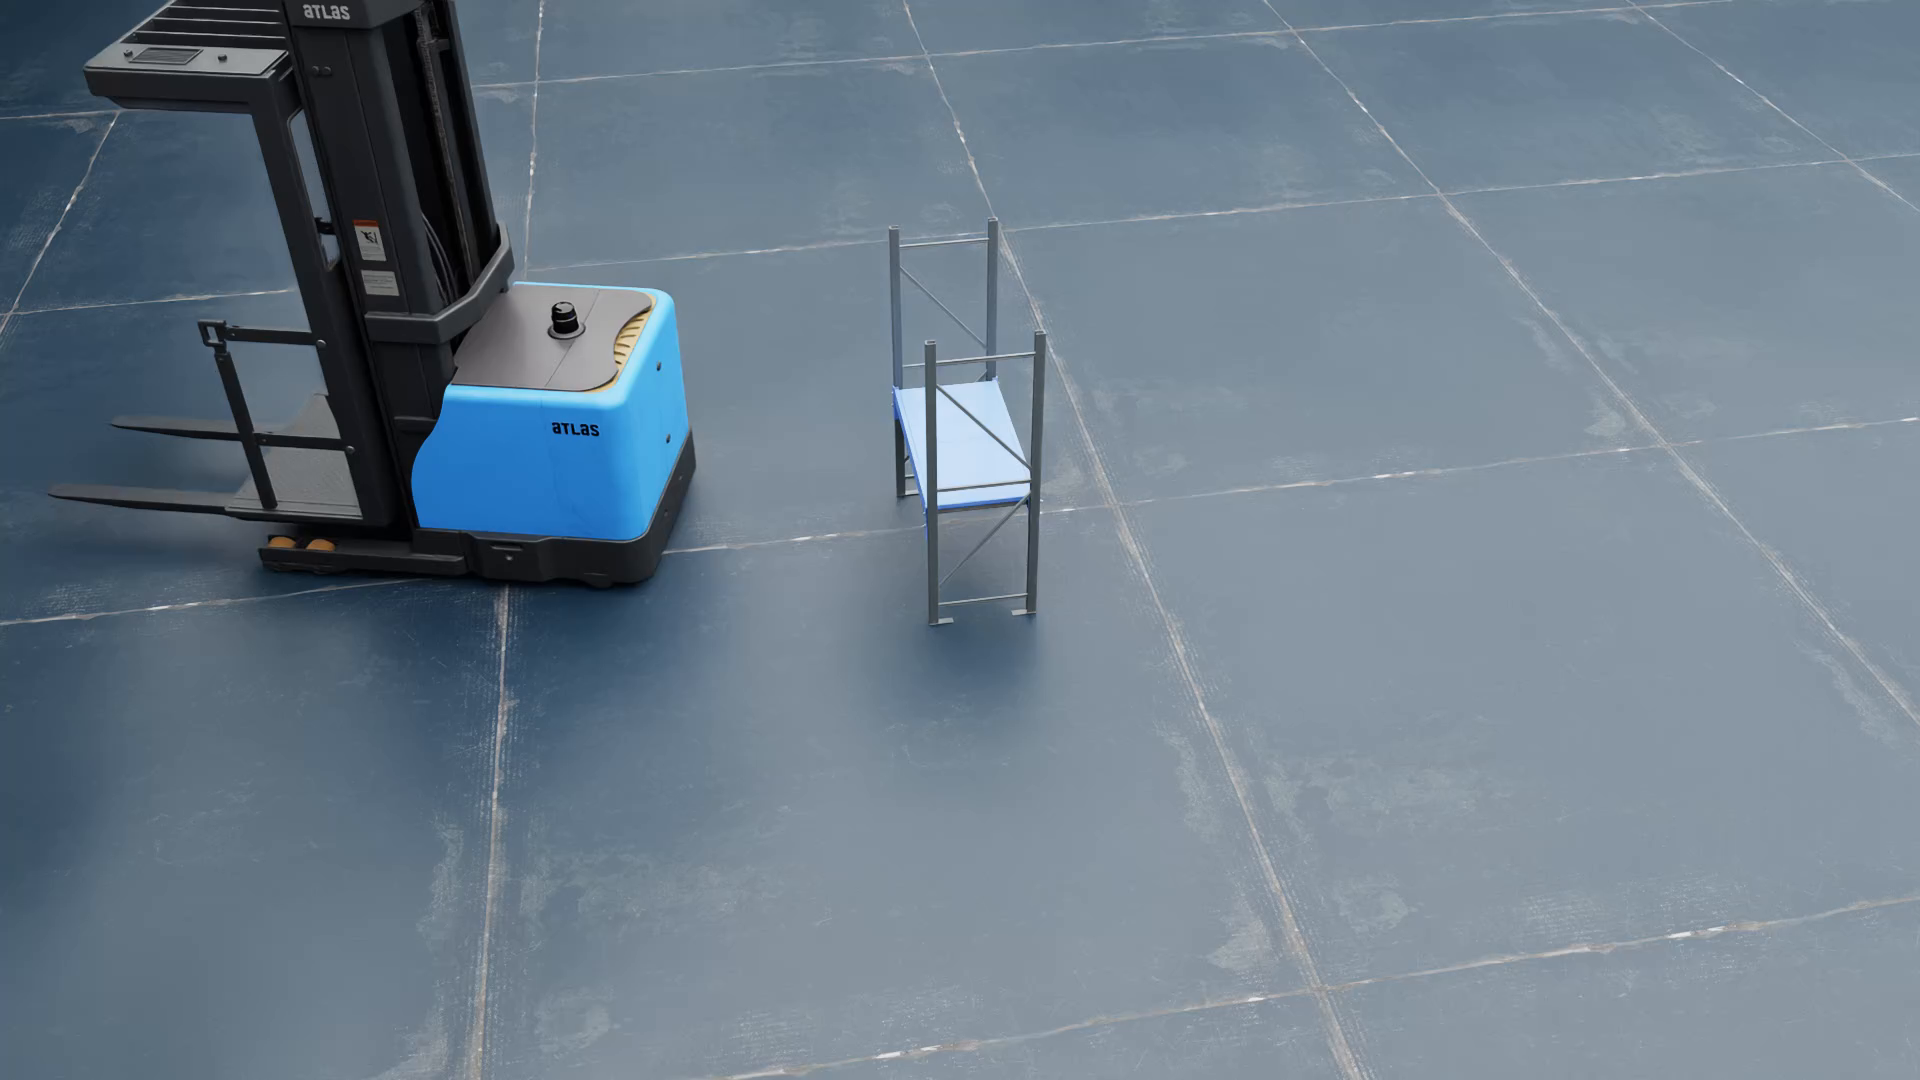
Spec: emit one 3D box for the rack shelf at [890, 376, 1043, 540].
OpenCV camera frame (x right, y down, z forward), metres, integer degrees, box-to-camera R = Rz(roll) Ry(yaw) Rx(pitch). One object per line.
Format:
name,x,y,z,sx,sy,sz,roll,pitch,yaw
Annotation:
rack shelf,0.015,-0.399,7.734,0.538,0.185,1.000,-6,38,-8

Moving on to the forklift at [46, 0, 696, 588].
forklift,-2.903,-1.312,7.450,3.031,2.935,1.130,4,38,5

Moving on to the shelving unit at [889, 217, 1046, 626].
shelving unit,0.015,-0.541,7.623,0.538,1.500,1.048,-6,38,-8

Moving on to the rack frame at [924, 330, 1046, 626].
rack frame,0.104,-0.234,7.228,0.500,1.500,0.032,-6,38,-8

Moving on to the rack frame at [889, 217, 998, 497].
rack frame,-0.074,-0.848,8.019,0.500,1.500,0.032,-6,38,-8
